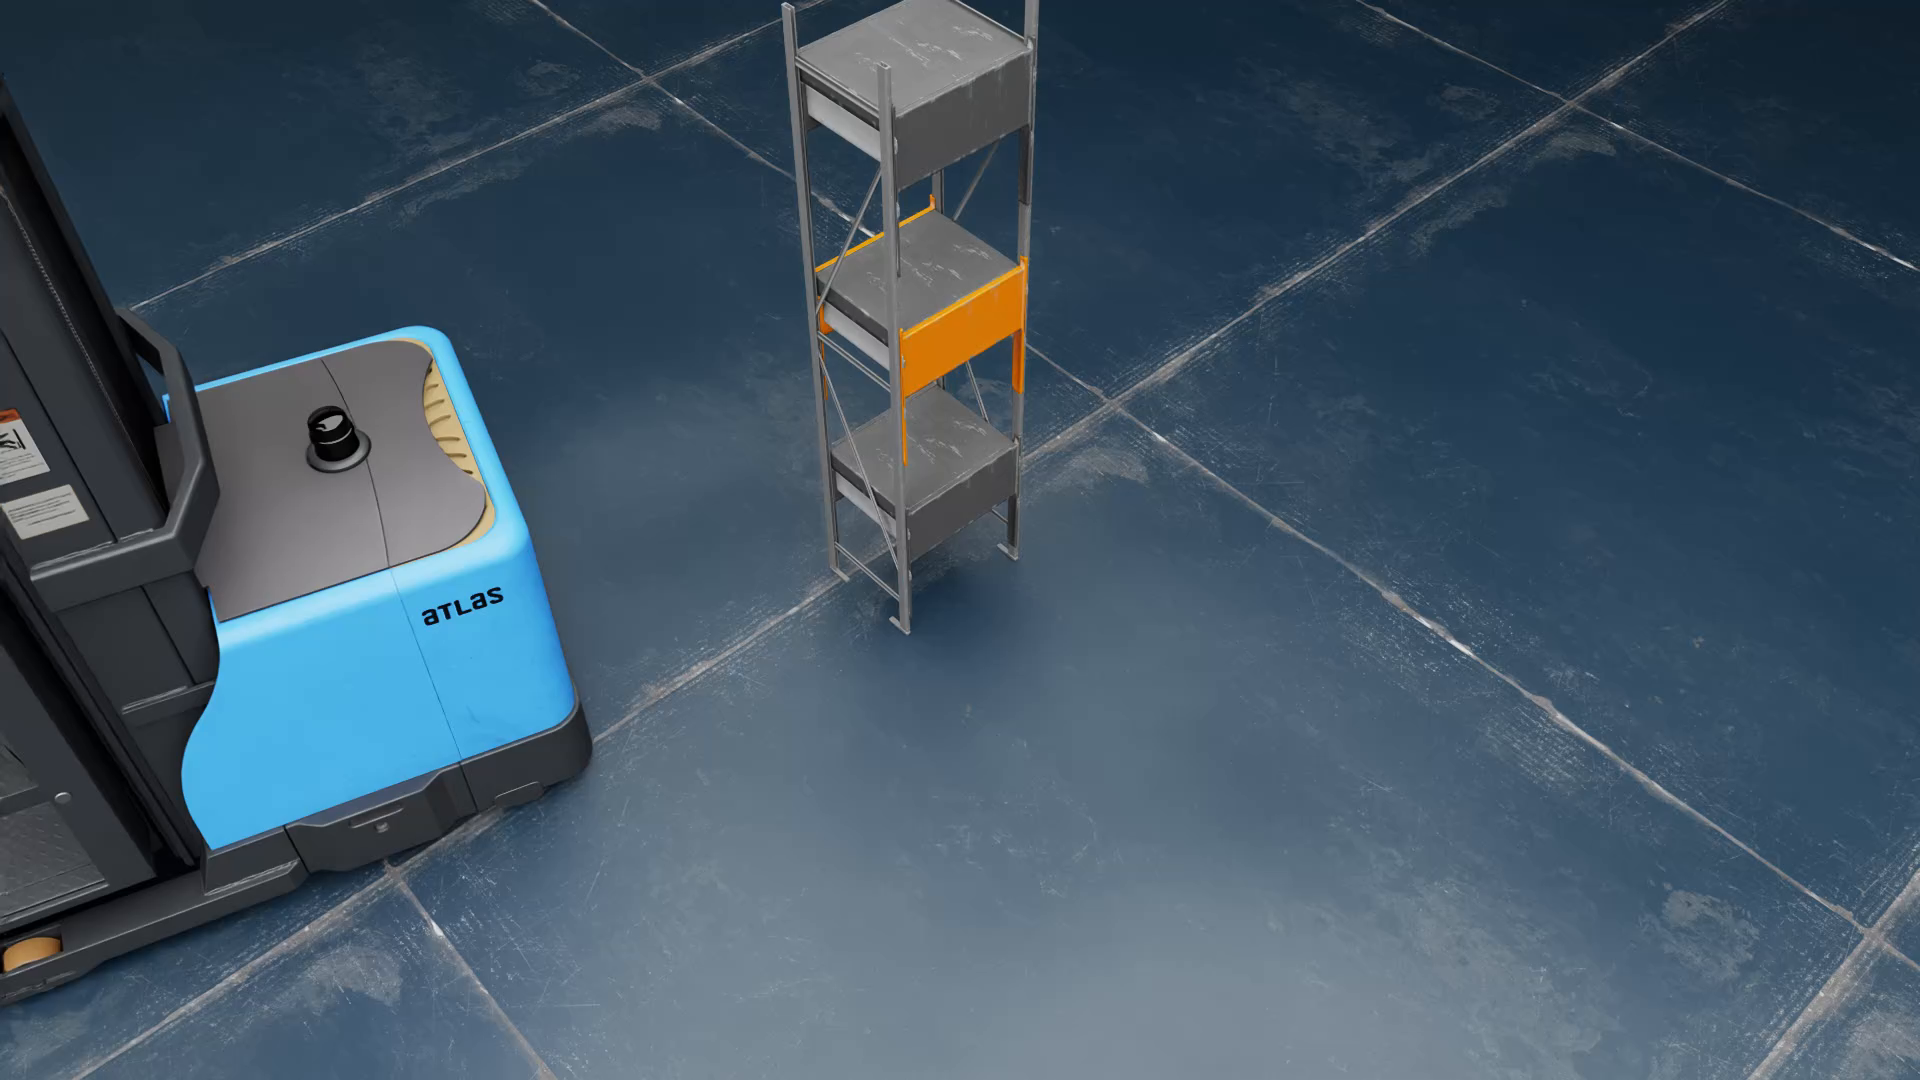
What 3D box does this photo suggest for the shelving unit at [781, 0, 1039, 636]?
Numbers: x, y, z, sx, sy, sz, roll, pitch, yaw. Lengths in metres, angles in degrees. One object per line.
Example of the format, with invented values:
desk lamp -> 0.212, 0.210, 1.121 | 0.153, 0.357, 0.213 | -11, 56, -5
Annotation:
shelving unit -> -0.122, -0.630, 4.903 | 0.503, 2.100, 0.431 | -34, 56, -27

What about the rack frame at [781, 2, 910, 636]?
rack frame -> -0.303, -0.510, 4.791 | 0.015, 2.100, 0.400 | -34, 56, -27

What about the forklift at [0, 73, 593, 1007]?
forklift -> -2.675, -0.129, 3.874 | 3.031, 2.935, 1.130 | -19, 50, -17

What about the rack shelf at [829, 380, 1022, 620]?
rack shelf -> -0.122, -0.146, 5.427 | 0.480, 0.518, 0.431 | -34, 56, -27

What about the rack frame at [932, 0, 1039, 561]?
rack frame -> 0.058, -0.751, 5.014 | 0.015, 2.100, 0.400 | -34, 56, -27

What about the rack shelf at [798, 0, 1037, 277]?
rack shelf -> -0.122, -1.096, 4.398 | 0.480, 0.518, 0.431 | -34, 56, -27

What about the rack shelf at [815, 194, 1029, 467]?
rack shelf -> -0.122, -0.621, 4.913 | 0.480, 0.518, 0.431 | -34, 56, -27
